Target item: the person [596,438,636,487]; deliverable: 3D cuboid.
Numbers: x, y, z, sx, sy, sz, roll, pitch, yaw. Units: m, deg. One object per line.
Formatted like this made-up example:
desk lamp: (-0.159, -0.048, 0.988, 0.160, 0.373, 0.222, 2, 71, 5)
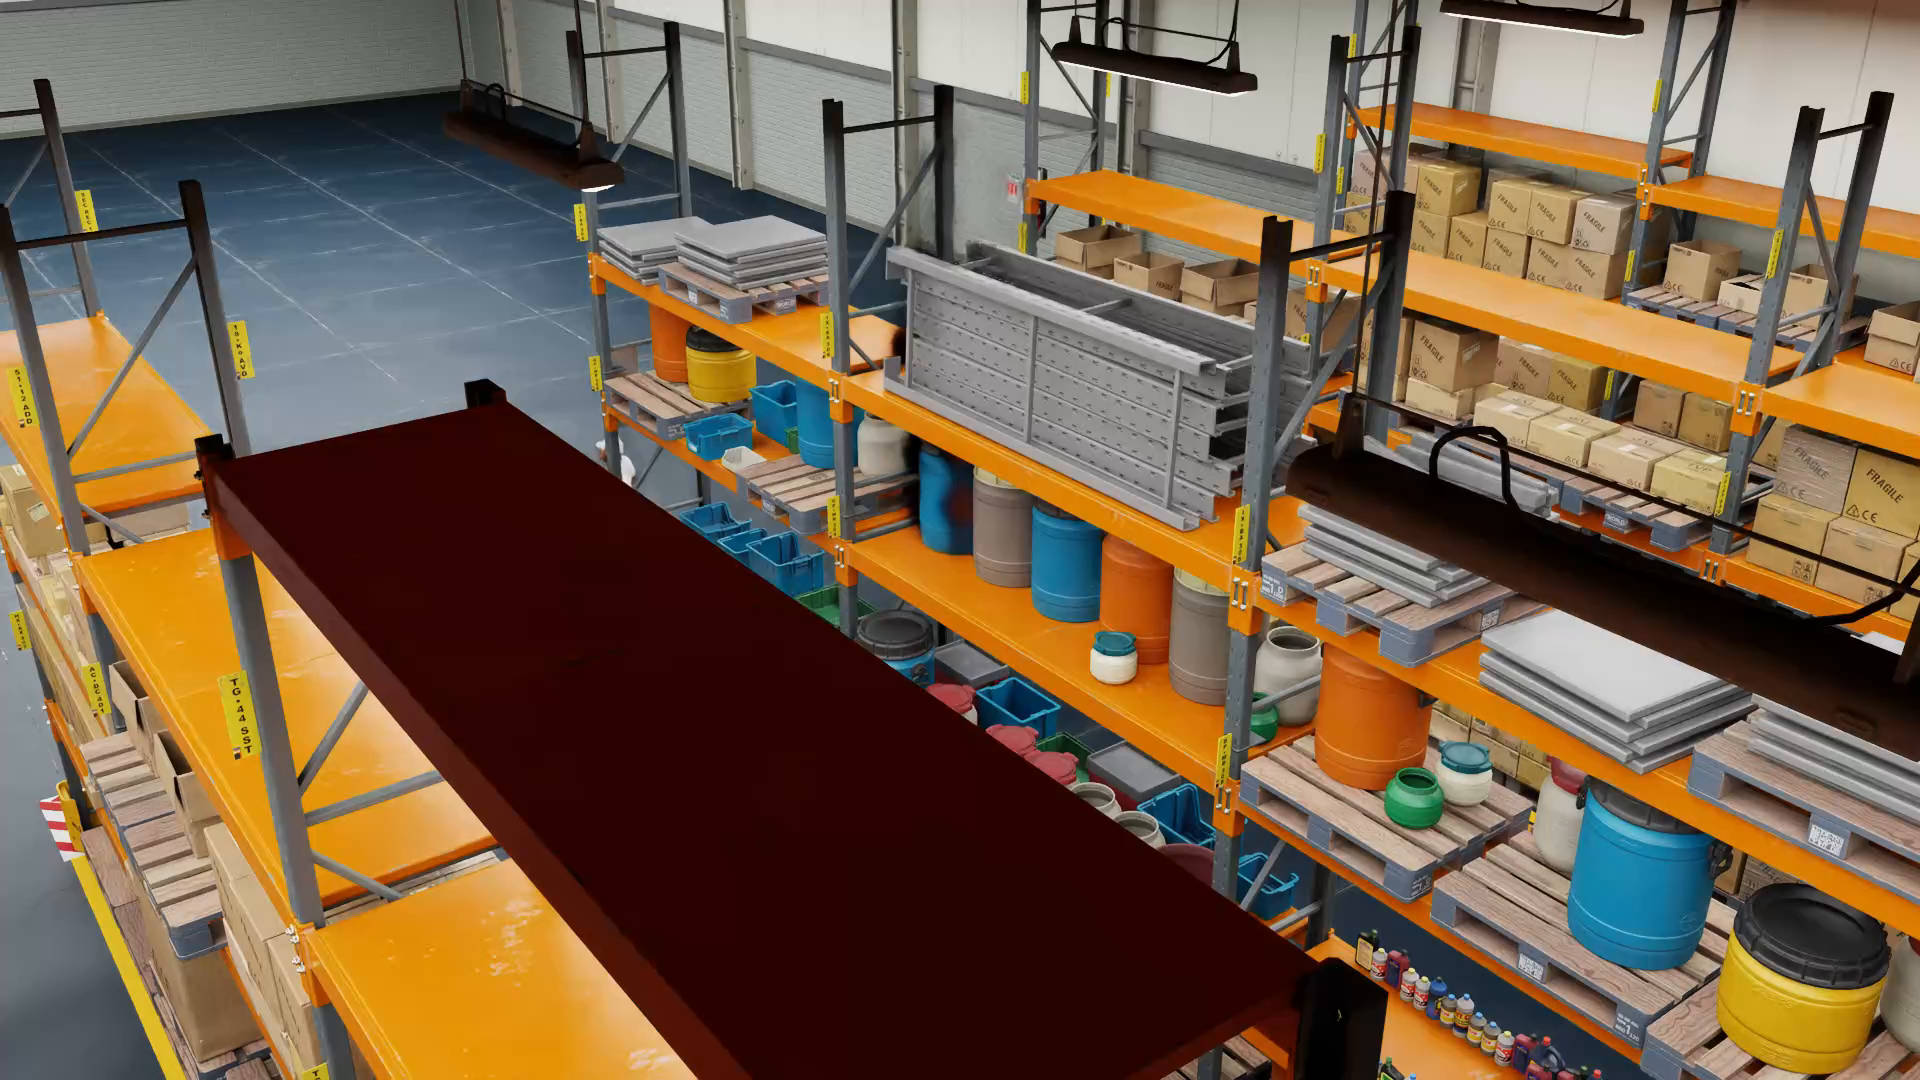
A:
person: (-3.517, -0.254, 17.472, 0.783, 1.772, 0.721, -3, 25, -6)
